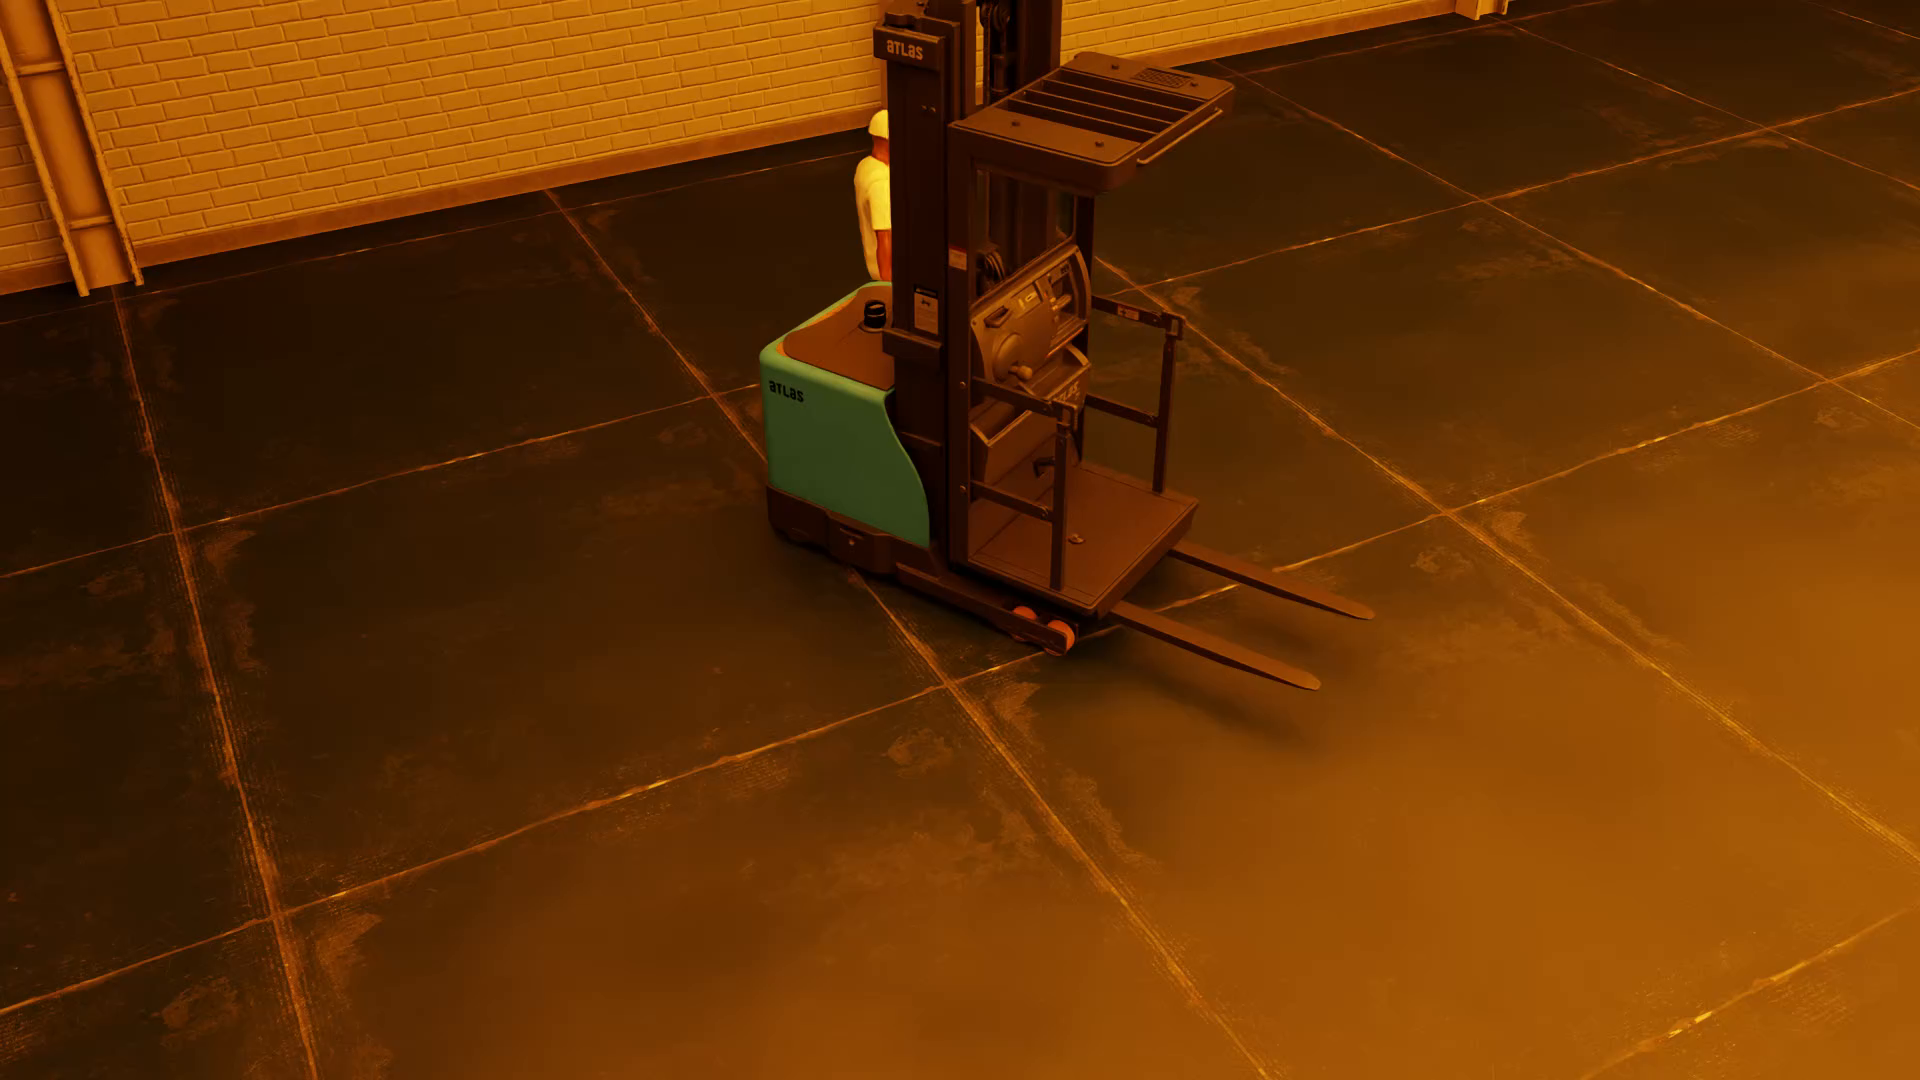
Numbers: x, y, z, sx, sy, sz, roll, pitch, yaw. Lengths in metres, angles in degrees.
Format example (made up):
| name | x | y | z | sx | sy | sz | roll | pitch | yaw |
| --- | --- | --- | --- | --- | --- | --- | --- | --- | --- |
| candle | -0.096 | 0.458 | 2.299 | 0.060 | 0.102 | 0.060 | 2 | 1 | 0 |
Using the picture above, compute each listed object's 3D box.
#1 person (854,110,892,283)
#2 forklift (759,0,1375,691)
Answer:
| name | x | y | z | sx | sy | sz | roll | pitch | yaw |
| --- | --- | --- | --- | --- | --- | --- | --- | --- | --- |
| person | -0.399 | -1.601 | 9.481 | 0.493 | 1.678 | 0.945 | -4 | 35 | -6 |
| forklift | 0.506 | -1.000 | 7.537 | 3.031 | 2.935 | 1.130 | 21 | 40 | 27 |
